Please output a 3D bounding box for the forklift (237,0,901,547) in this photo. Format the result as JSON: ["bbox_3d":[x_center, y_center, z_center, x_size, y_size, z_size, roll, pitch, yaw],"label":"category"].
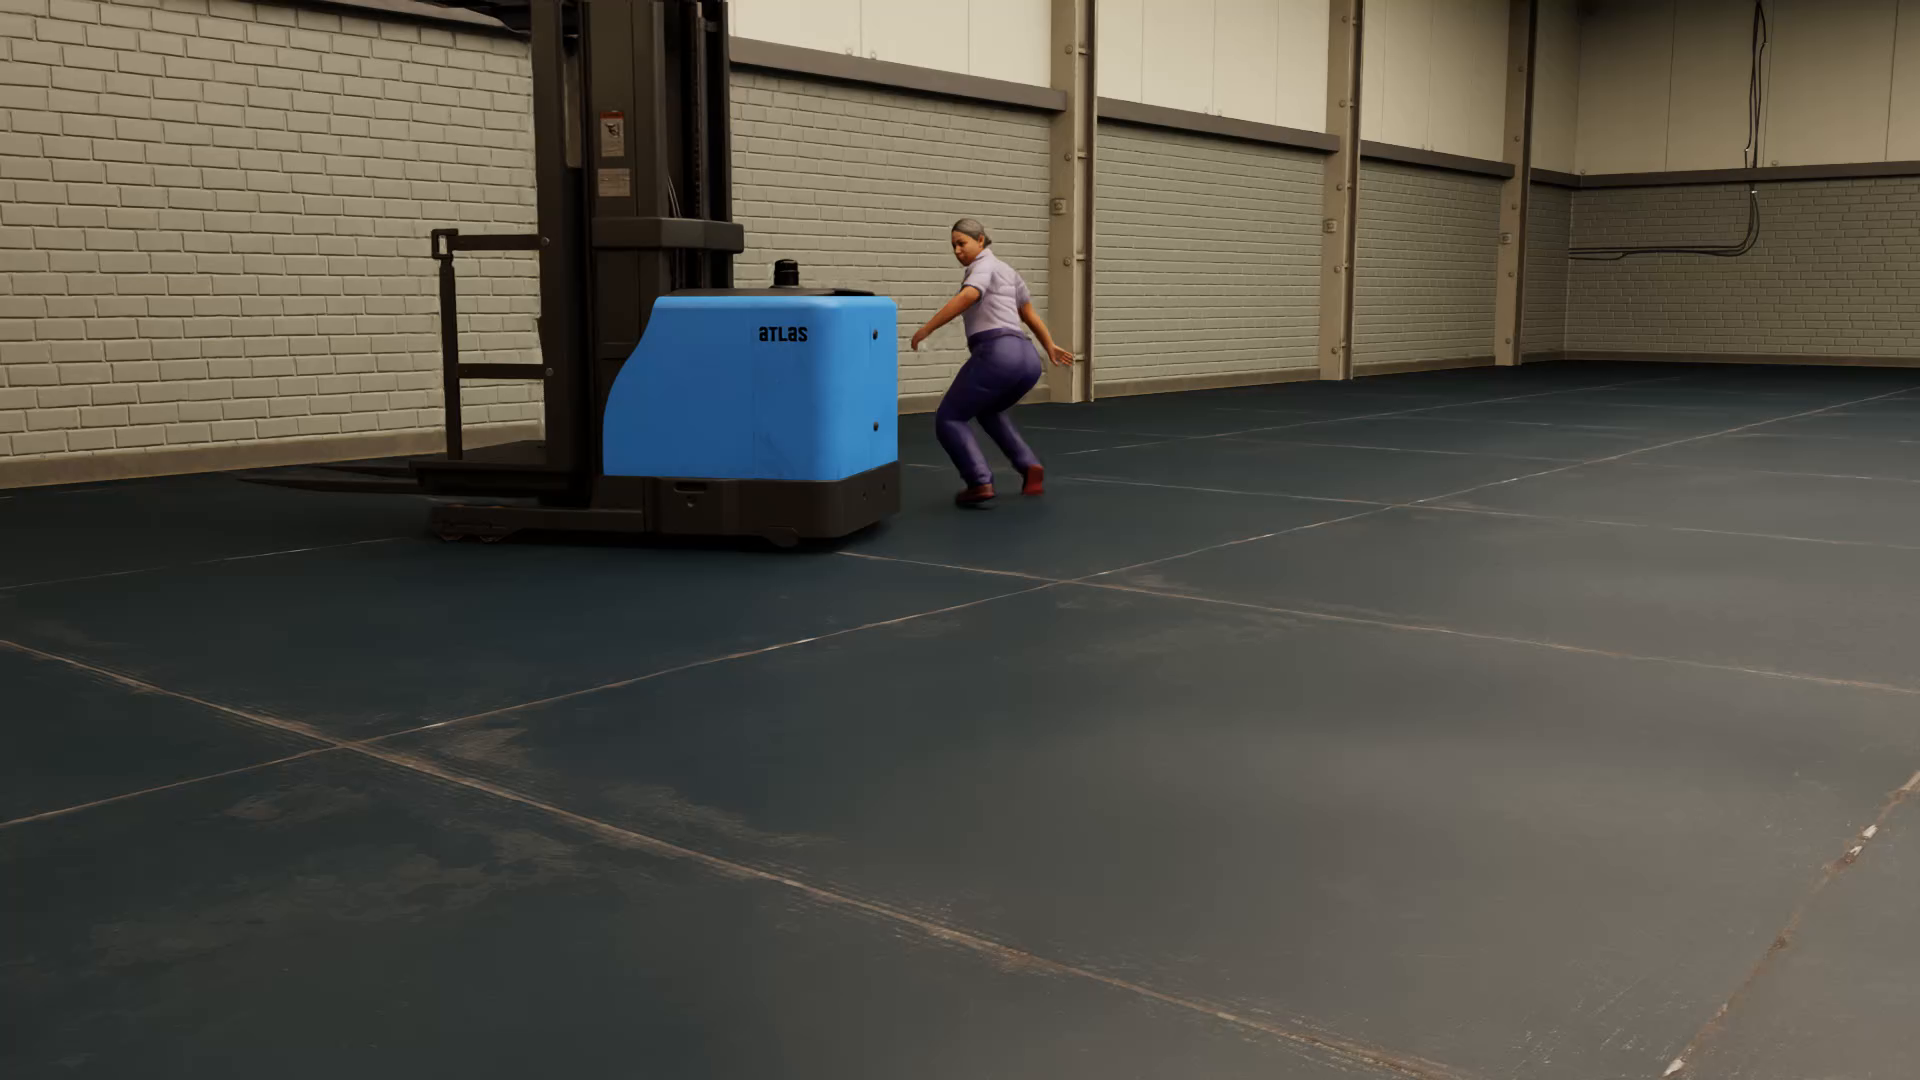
[{"bbox_3d":[-1.853,-1.509,7.595,3.031,2.935,1.130,2,9,14],"label":"forklift"}]

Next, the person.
[{"bbox_3d":[0.184,-0.898,8.788,0.510,1.554,0.946,5,10,30],"label":"person"}]
